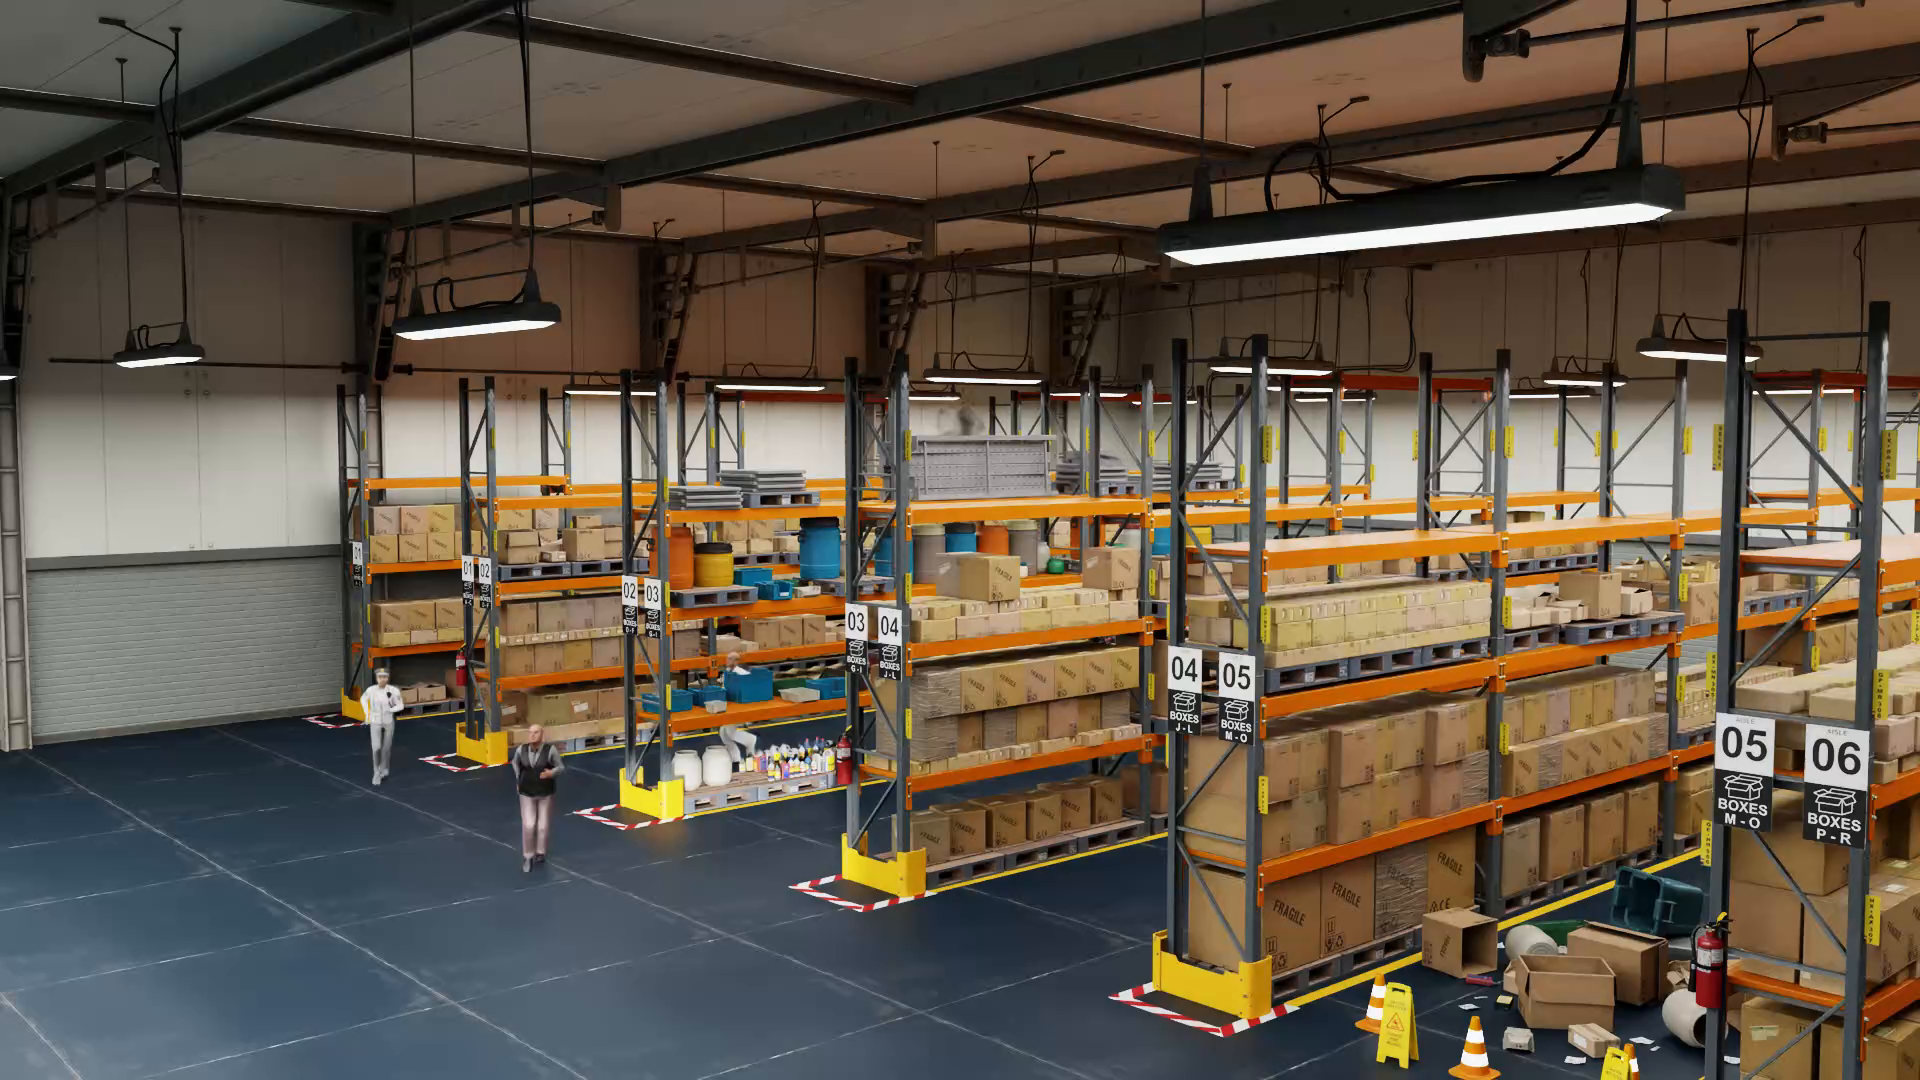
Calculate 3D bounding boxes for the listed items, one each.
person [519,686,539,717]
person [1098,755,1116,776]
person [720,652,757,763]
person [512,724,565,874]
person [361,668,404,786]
[{"bbox_3d":[-7.308,2.492,28.406,0.580,1.608,0.609,4,5,44],"label":"person"},{"bbox_3d":[2.073,2.730,23.974,0.699,1.758,0.850,3,5,37],"label":"person"},{"bbox_3d":[-3.491,2.598,25.857,0.639,1.731,0.696,-4,5,-45],"label":"person"},{"bbox_3d":[-4.955,3.040,19.544,0.627,1.765,0.739,-1,4,-9],"label":"person"},{"bbox_3d":[-8.481,2.721,24.419,0.605,1.729,0.686,-1,4,-17],"label":"person"}]
